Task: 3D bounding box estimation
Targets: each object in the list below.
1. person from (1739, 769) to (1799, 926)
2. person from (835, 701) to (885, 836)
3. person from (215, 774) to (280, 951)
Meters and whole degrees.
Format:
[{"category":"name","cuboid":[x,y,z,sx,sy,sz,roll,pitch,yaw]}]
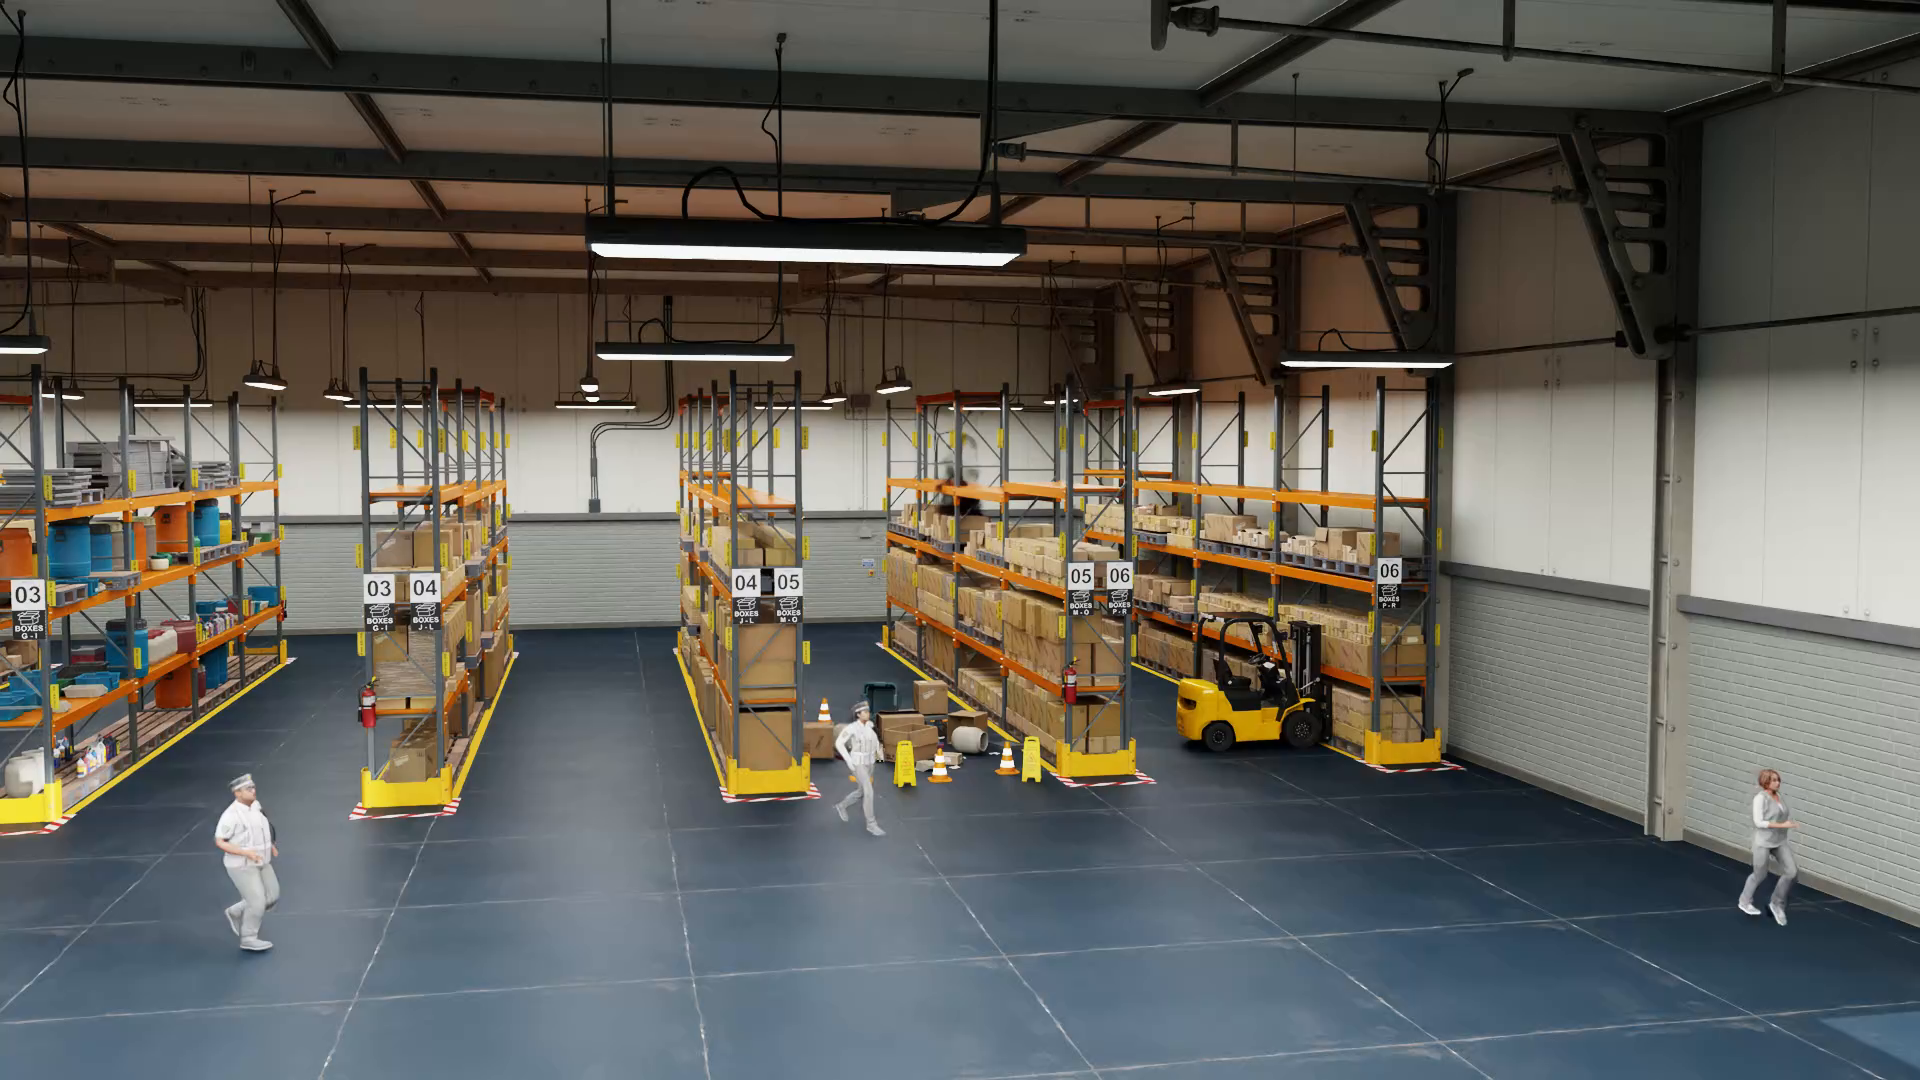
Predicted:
[{"category":"person","cuboid":[8.401,3.176,17.233,0.507,1.621,0.682,-1,4,-20]},{"category":"person","cuboid":[-1.288,2.897,21.355,0.863,1.696,0.626,2,4,35]},{"category":"person","cuboid":[-7.025,3.159,16.374,0.628,1.726,0.661,1,3,12]}]
